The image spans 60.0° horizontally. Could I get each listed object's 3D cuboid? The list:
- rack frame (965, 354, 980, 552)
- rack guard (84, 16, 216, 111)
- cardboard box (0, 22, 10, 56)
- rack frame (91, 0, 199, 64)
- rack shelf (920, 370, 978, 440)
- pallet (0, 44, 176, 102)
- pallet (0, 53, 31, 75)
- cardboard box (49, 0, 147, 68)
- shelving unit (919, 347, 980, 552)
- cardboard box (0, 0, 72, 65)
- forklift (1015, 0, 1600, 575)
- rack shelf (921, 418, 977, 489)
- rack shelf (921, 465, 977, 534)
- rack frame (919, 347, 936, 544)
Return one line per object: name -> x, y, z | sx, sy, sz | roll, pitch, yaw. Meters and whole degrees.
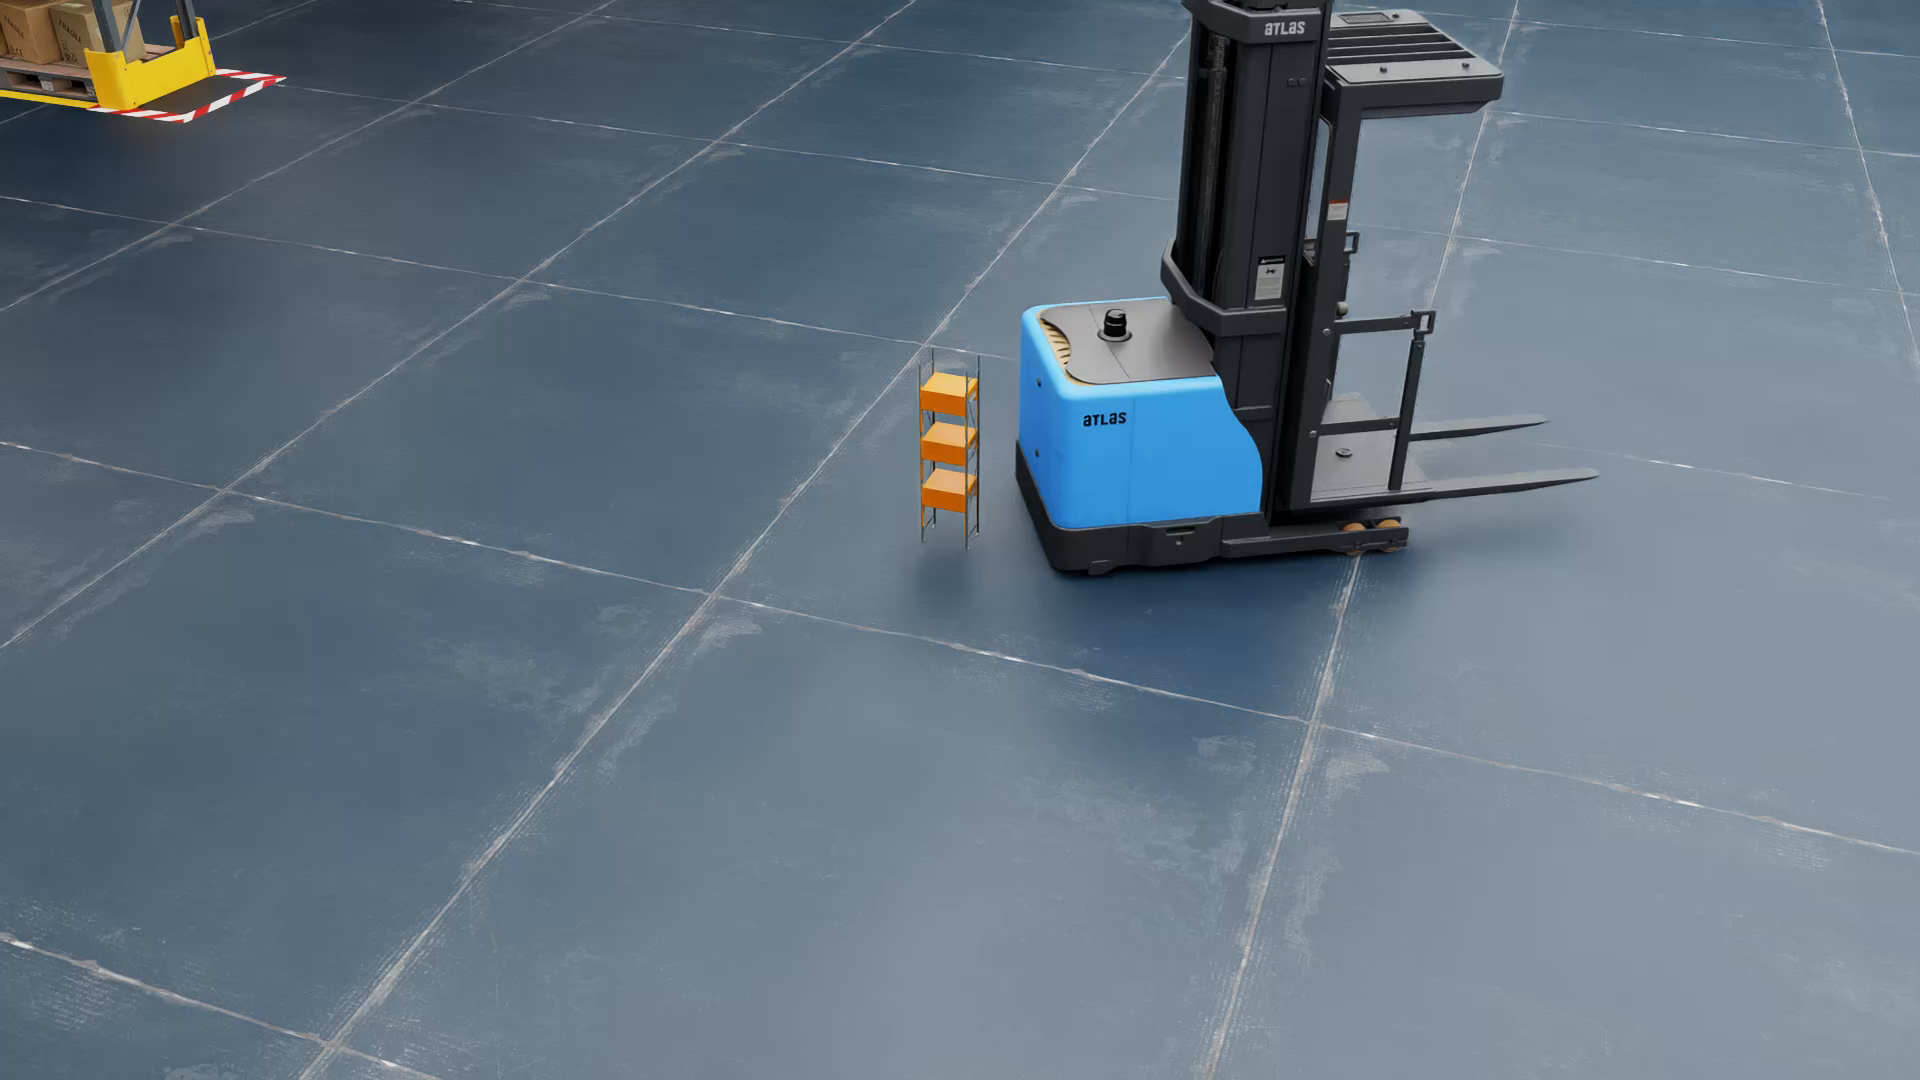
rack frame -> 0.064, -0.429, 8.446 | 0.008, 1.050, 0.200 | 11, 34, 16
rack guard -> -7.258, -4.297, 14.944 | 0.348, 0.500, 1.175 | 11, 34, 16
cardboard box -> -8.926, -4.798, 15.334 | 0.500, 0.500, 0.500 | 14, 35, 21
rack frame -> -7.187, -5.333, 14.244 | 0.127, 3.000, 1.000 | 11, 34, 16
rack shelf -> -0.050, -0.680, 8.332 | 0.240, 0.259, 0.215 | 11, 34, 16
pallet -> -8.011, -4.342, 15.281 | 1.213, 0.211, 1.003 | 11, 34, 16
pallet -> -9.156, -4.566, 15.628 | 1.213, 0.211, 1.003 | 11, 34, 16
cardboard box -> -7.769, -4.582, 14.999 | 0.500, 0.500, 0.500 | 18, 37, 25
shelving unit -> -0.050, -0.451, 8.480 | 0.252, 1.050, 0.215 | 11, 34, 16
cardboard box -> -8.343, -4.674, 15.141 | 0.500, 0.500, 0.500 | 21, 38, 29
forklift -> 1.871, -1.428, 8.260 | 3.031, 2.935, 1.130 | -5, 33, -8
rack shelf -> -0.050, -0.442, 8.486 | 0.240, 0.259, 0.215 | 11, 34, 16
rack shelf -> -0.050, -0.208, 8.637 | 0.240, 0.259, 0.215 | 11, 34, 16
rack frame -> -0.165, -0.473, 8.515 | 0.008, 1.050, 0.200 | 11, 34, 16
